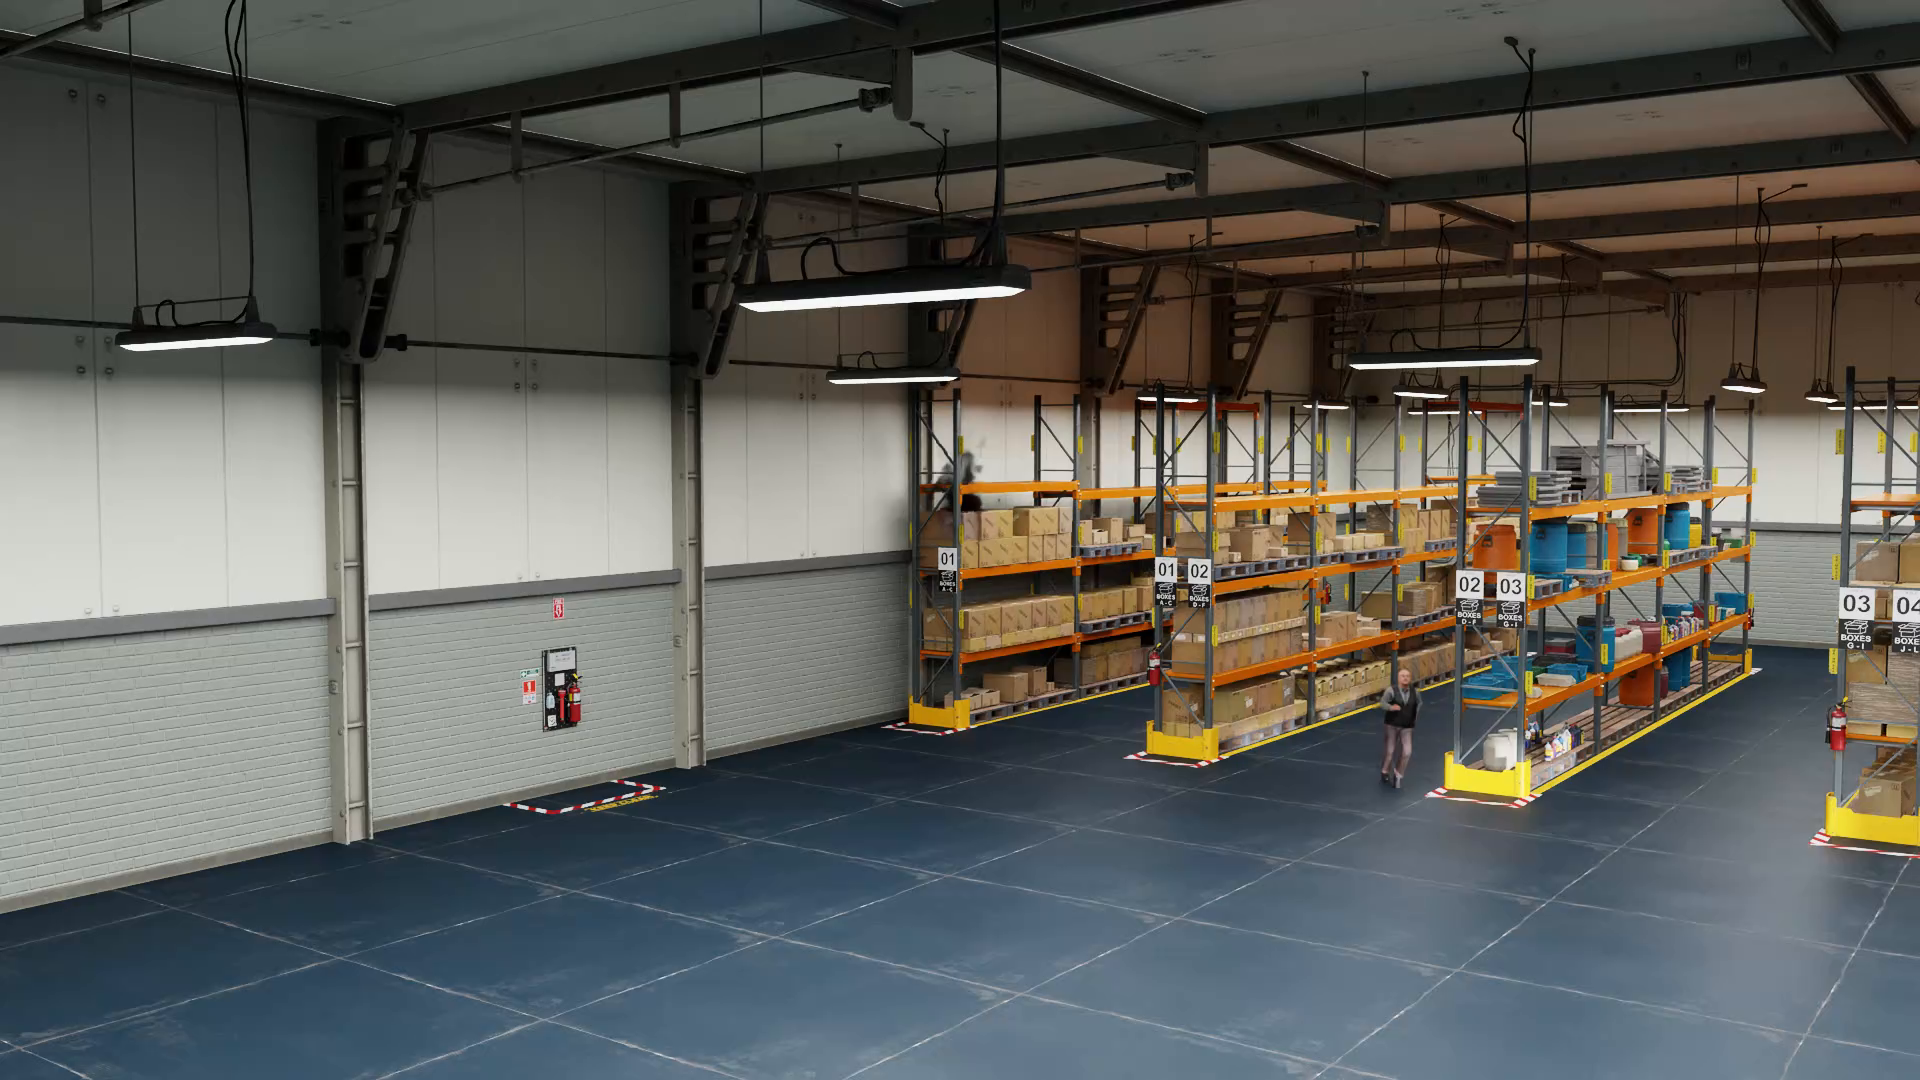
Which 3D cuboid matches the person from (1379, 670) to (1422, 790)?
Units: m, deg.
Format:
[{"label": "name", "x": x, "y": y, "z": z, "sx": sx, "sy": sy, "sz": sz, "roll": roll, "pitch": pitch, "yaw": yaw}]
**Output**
[{"label": "person", "x": 6.453, "y": 2.777, "z": 24.318, "sx": 0.657, "sy": 1.772, "sz": 0.731, "roll": 0, "pitch": 3, "yaw": 6}]
